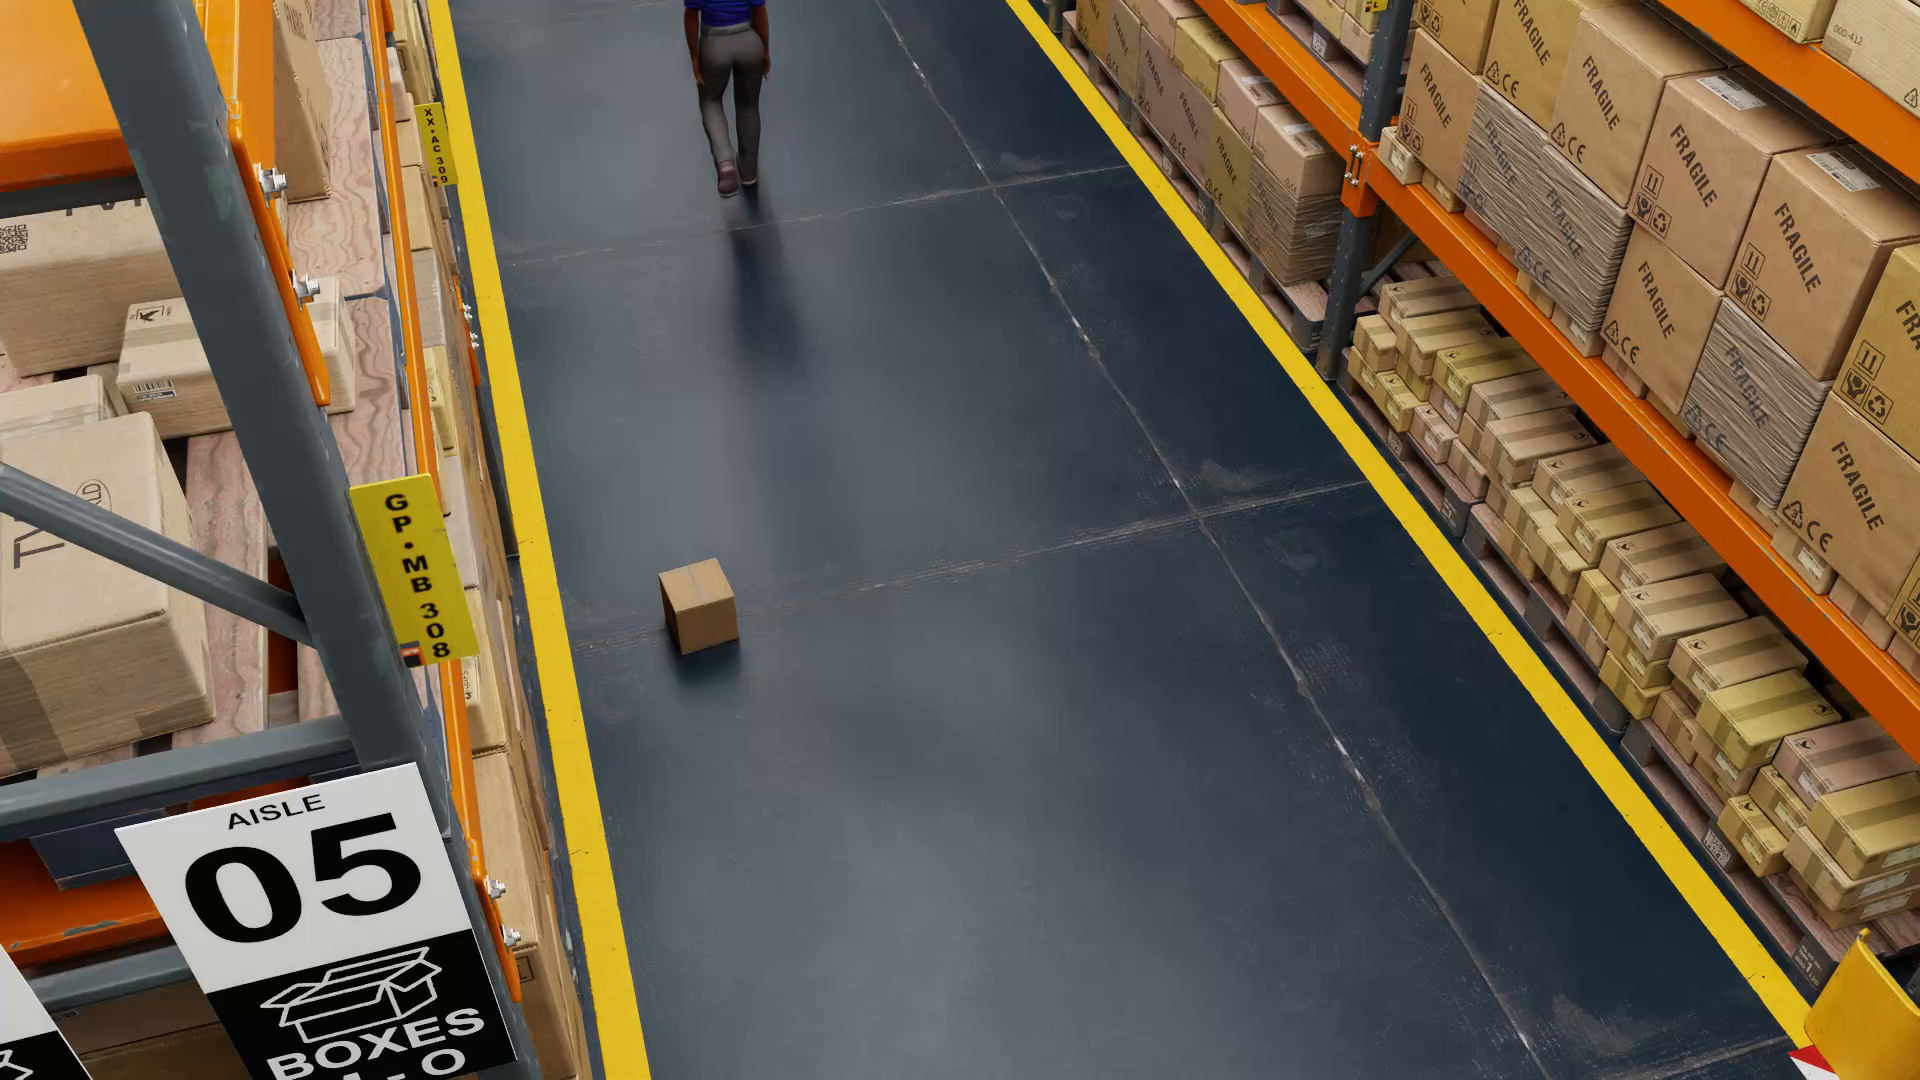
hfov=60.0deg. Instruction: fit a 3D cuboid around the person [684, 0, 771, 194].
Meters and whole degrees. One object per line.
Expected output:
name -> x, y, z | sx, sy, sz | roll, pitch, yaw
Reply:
person -> -1.249, -2.634, 9.011 | 0.446, 1.642, 0.566 | -7, 43, -8
